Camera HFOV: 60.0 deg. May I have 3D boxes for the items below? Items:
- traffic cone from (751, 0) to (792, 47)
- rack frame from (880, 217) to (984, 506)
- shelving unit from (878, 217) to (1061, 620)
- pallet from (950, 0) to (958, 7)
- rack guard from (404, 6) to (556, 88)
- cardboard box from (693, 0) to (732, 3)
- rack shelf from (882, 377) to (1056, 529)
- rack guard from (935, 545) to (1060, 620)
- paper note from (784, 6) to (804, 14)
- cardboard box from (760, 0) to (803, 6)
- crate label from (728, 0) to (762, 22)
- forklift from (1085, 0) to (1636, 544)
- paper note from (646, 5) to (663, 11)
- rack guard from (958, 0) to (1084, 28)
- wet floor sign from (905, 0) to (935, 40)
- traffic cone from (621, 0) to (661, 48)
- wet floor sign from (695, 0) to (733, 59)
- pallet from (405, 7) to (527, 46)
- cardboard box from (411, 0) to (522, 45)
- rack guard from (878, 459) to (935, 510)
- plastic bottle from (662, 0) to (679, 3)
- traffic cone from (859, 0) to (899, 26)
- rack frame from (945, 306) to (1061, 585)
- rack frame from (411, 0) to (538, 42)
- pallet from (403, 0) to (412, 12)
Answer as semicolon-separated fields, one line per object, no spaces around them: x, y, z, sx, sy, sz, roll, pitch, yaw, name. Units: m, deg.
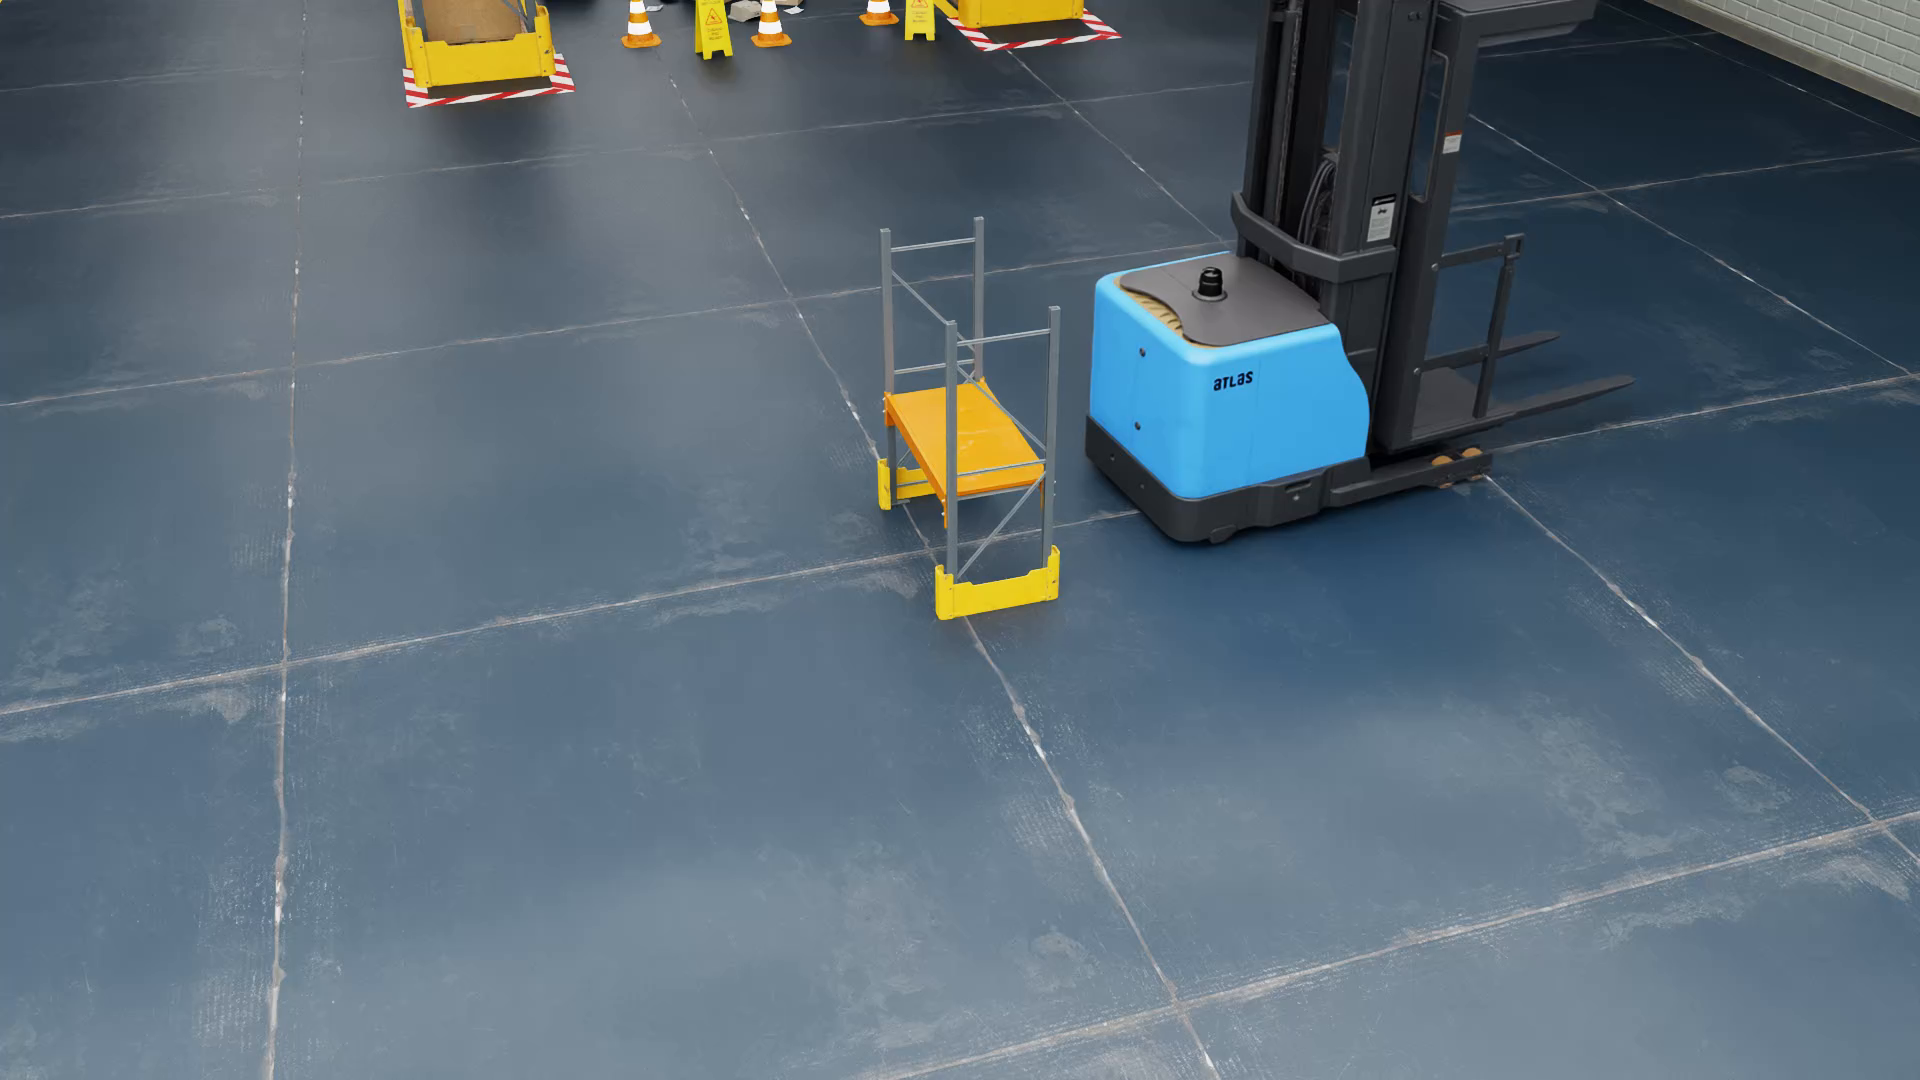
-1.714;-4.729;14.986;0.336;0.463;0.334;-10;35;-15;traffic cone
-0.129;-0.848;8.173;0.500;1.500;0.032;-10;35;-15;rack frame
0.023;-0.586;7.776;0.587;1.500;1.083;-10;35;-15;shelving unit
0.361;-5.452;16.310;1.003;0.211;1.213;-10;35;-15;pallet
-4.077;-4.202;14.156;1.175;0.500;0.348;-10;35;-15;rack guard
-2.348;-5.598;16.266;0.637;0.503;0.797;19;38;26;cardboard box
0.026;-0.431;7.868;0.538;0.185;1.000;-10;35;-15;rack shelf
0.175;0.197;7.725;0.587;0.250;0.087;-10;35;-15;rack guard
-1.585;-5.066;15.889;0.148;0.019;0.142;-23;40;-31;paper note
-1.725;-5.302;16.139;0.380;0.149;0.250;7;34;10;cardboard box
-2.013;-4.995;15.685;0.298;0.136;0.250;27;42;34;crate label
2.223;-1.742;8.227;3.031;2.935;1.130;-14;36;-20;forklift
-2.933;-5.105;15.950;0.144;0.017;0.142;1;33;2;paper note
0.576;-5.140;15.576;1.175;0.500;0.348;-10;35;-15;rack guard
-0.362;-4.881;15.052;0.267;0.644;0.232;1;33;2;wet floor sign
-2.894;-4.717;14.969;0.336;0.463;0.334;-10;35;-15;traffic cone
-2.190;-4.593;14.616;0.267;0.644;0.232;-16;37;-23;wet floor sign
-4.403;-4.501;14.870;1.003;0.211;1.213;-10;35;-15;pallet
-4.354;-4.892;14.478;0.875;0.875;0.875;-10;35;-14;cardboard box
-0.129;-0.326;8.516;0.587;0.250;0.087;-10;35;-15;rack guard
-2.871;-5.308;16.227;0.133;0.061;0.283;-23;40;-31;plastic bottle
-0.761;-5.094;15.539;0.336;0.463;0.334;-10;35;-15;traffic cone
0.181;-0.314;7.365;0.500;1.500;0.032;-10;35;-15;rack frame
-4.085;-5.258;13.486;1.000;3.000;0.127;-10;35;-15;rack frame
-4.771;-5.141;15.838;1.003;0.211;1.213;-10;35;-15;pallet
